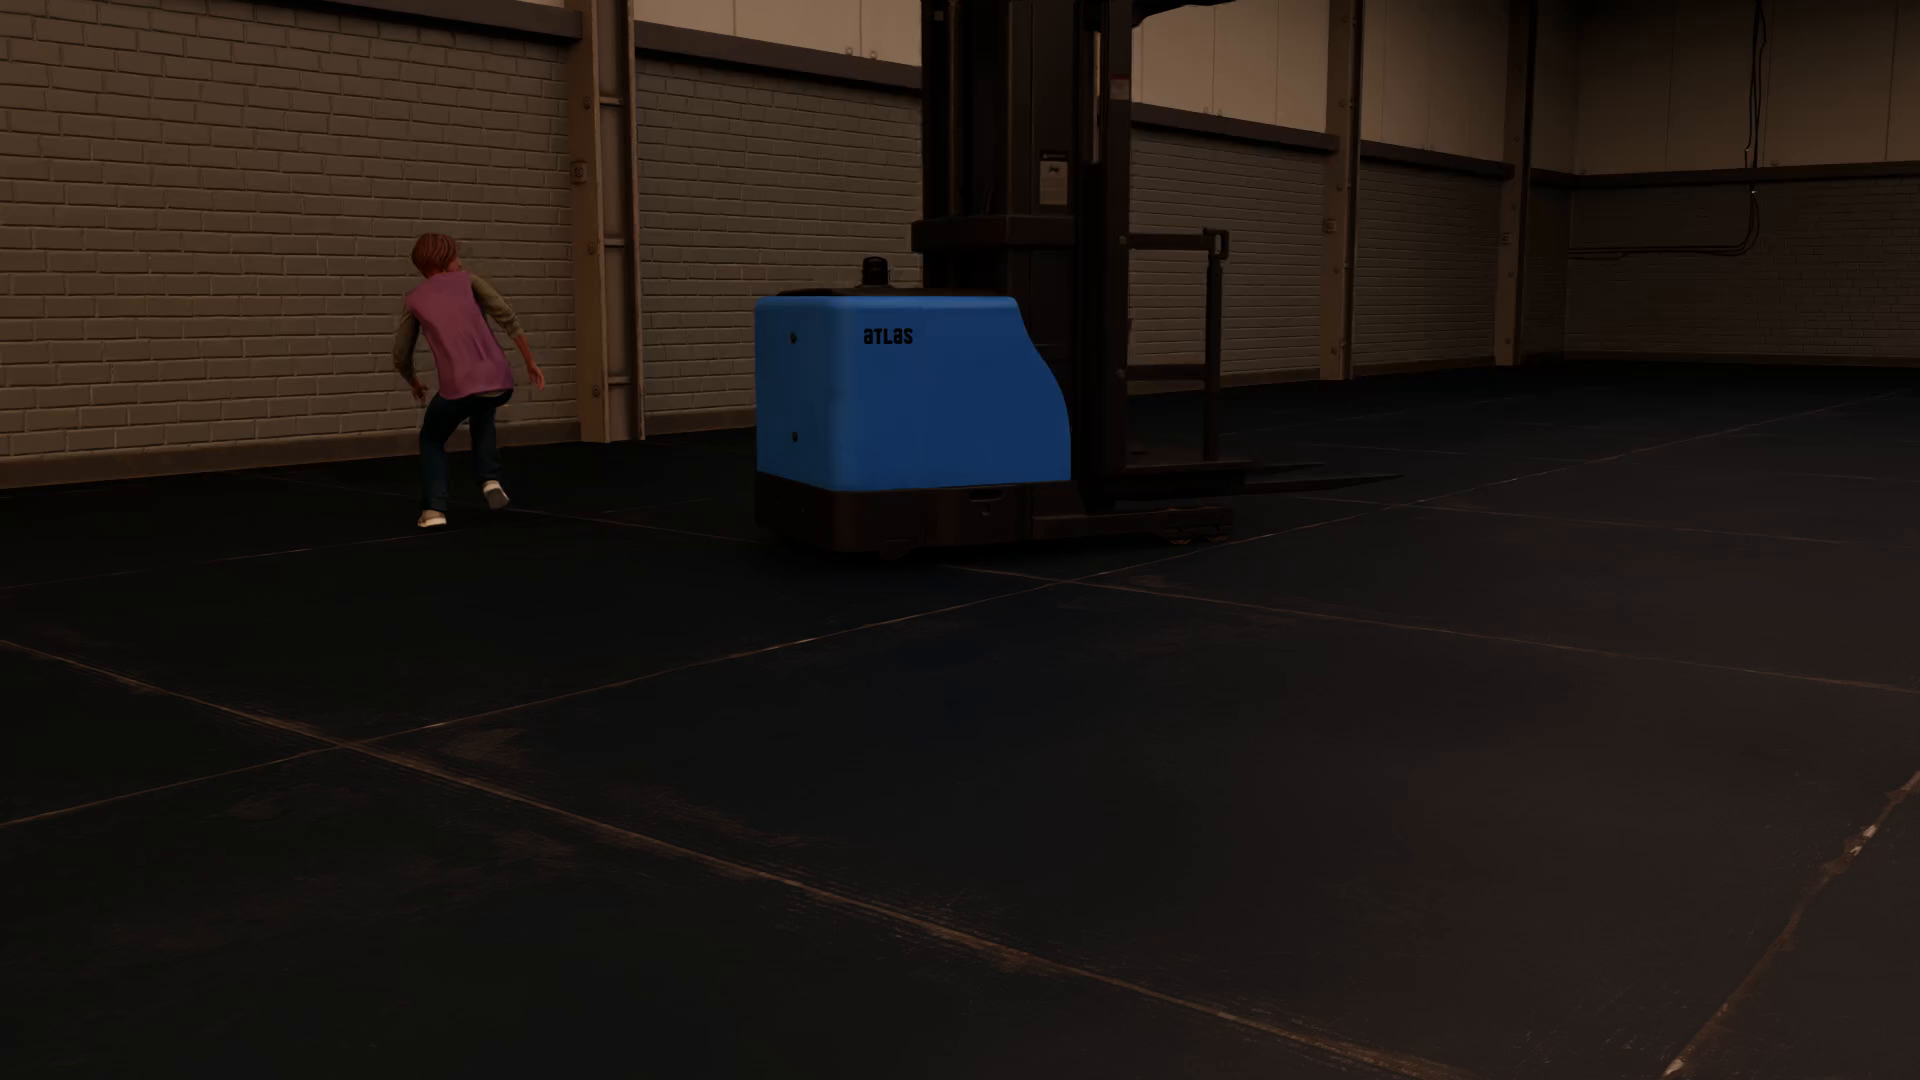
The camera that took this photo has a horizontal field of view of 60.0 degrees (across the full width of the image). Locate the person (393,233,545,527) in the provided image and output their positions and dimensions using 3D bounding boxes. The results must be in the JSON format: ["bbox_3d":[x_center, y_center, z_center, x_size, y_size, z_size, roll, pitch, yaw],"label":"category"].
[{"bbox_3d":[-2.358,-0.759,7.943,0.649,1.389,0.635,-4,9,-24],"label":"person"}]

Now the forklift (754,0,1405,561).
[{"bbox_3d":[0.643,-1.489,7.455,3.031,2.935,1.130,-4,9,-26],"label":"forklift"}]
